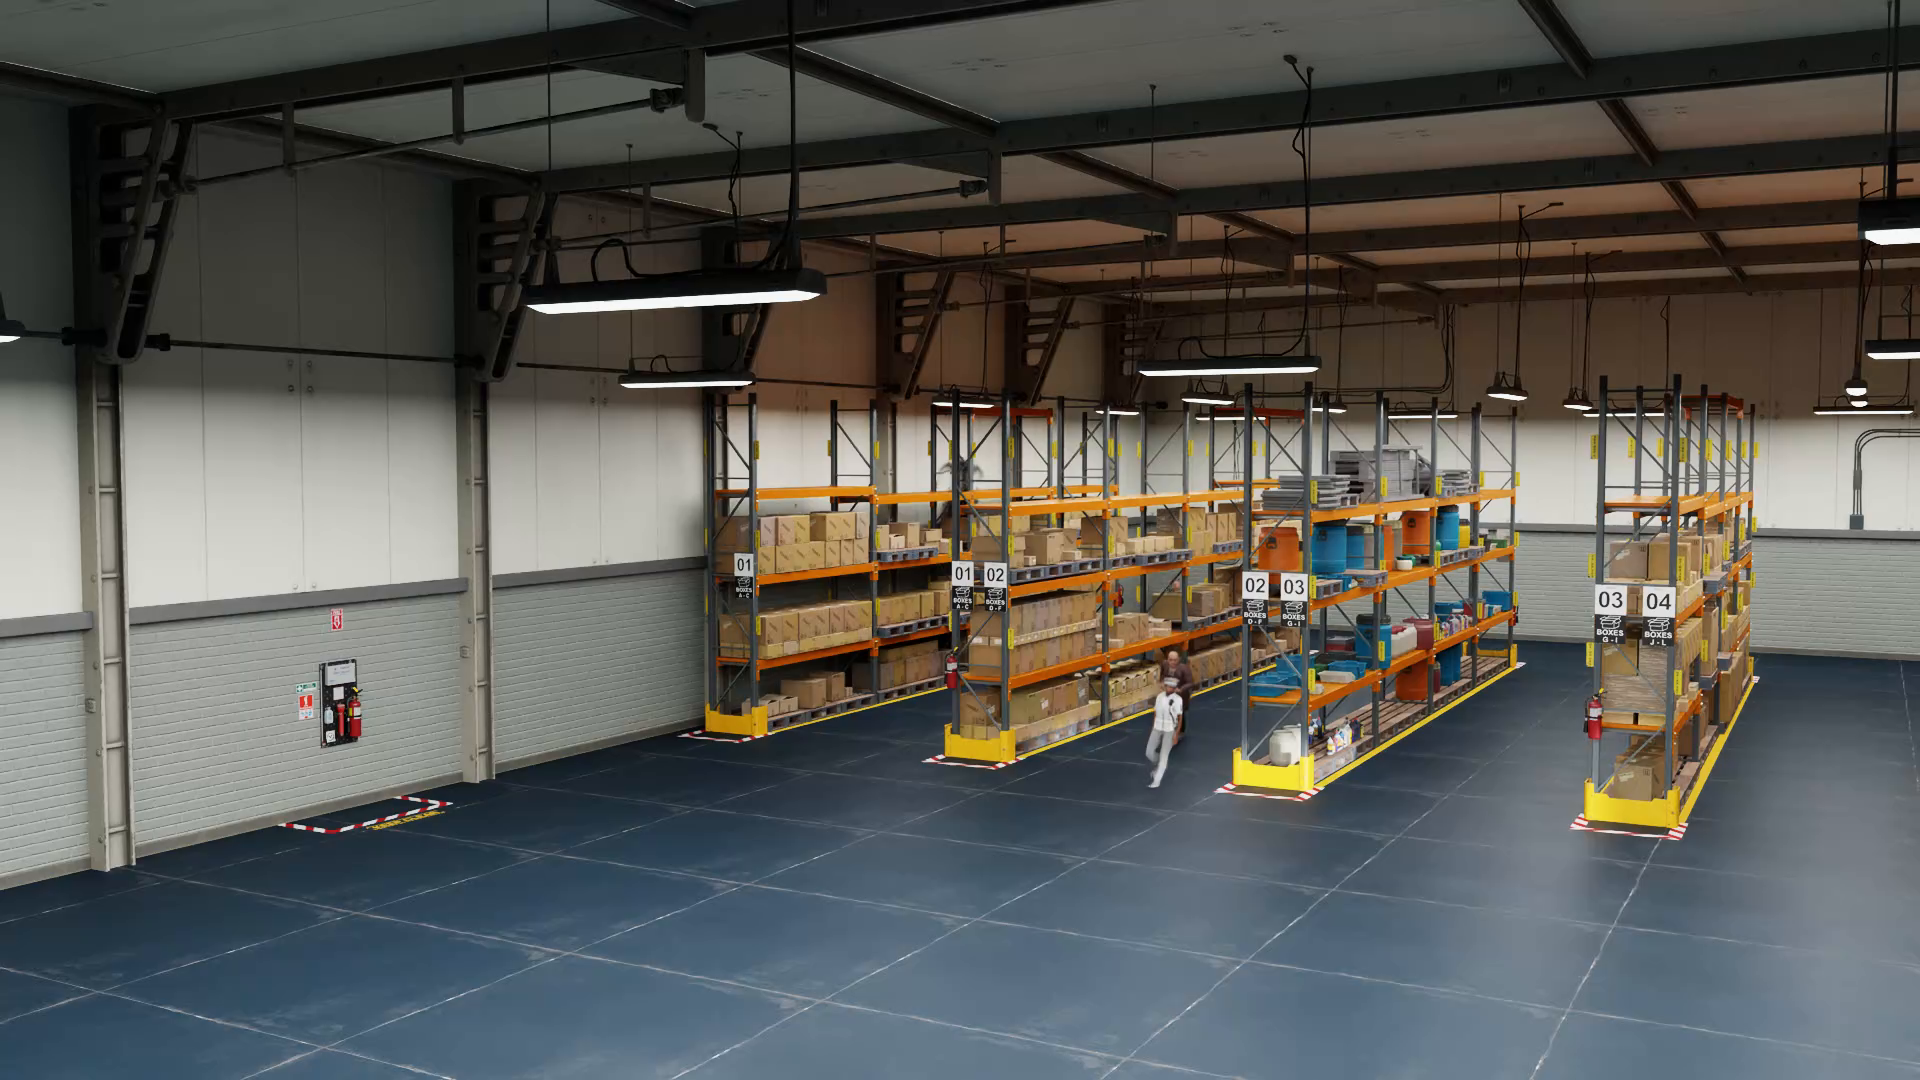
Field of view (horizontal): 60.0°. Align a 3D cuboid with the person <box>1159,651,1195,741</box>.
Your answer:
[{"bbox_3d":[3.703,2.718,28.284,0.728,1.474,1.155,1,3,25],"label":"person"}]

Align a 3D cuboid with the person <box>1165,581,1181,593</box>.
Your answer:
[{"bbox_3d":[5.535,1.858,43.626,0.886,1.588,0.647,2,4,35],"label":"person"}]

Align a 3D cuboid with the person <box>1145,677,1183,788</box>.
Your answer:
[{"bbox_3d":[3.050,2.848,24.754,0.583,1.652,0.539,2,4,30],"label":"person"}]
